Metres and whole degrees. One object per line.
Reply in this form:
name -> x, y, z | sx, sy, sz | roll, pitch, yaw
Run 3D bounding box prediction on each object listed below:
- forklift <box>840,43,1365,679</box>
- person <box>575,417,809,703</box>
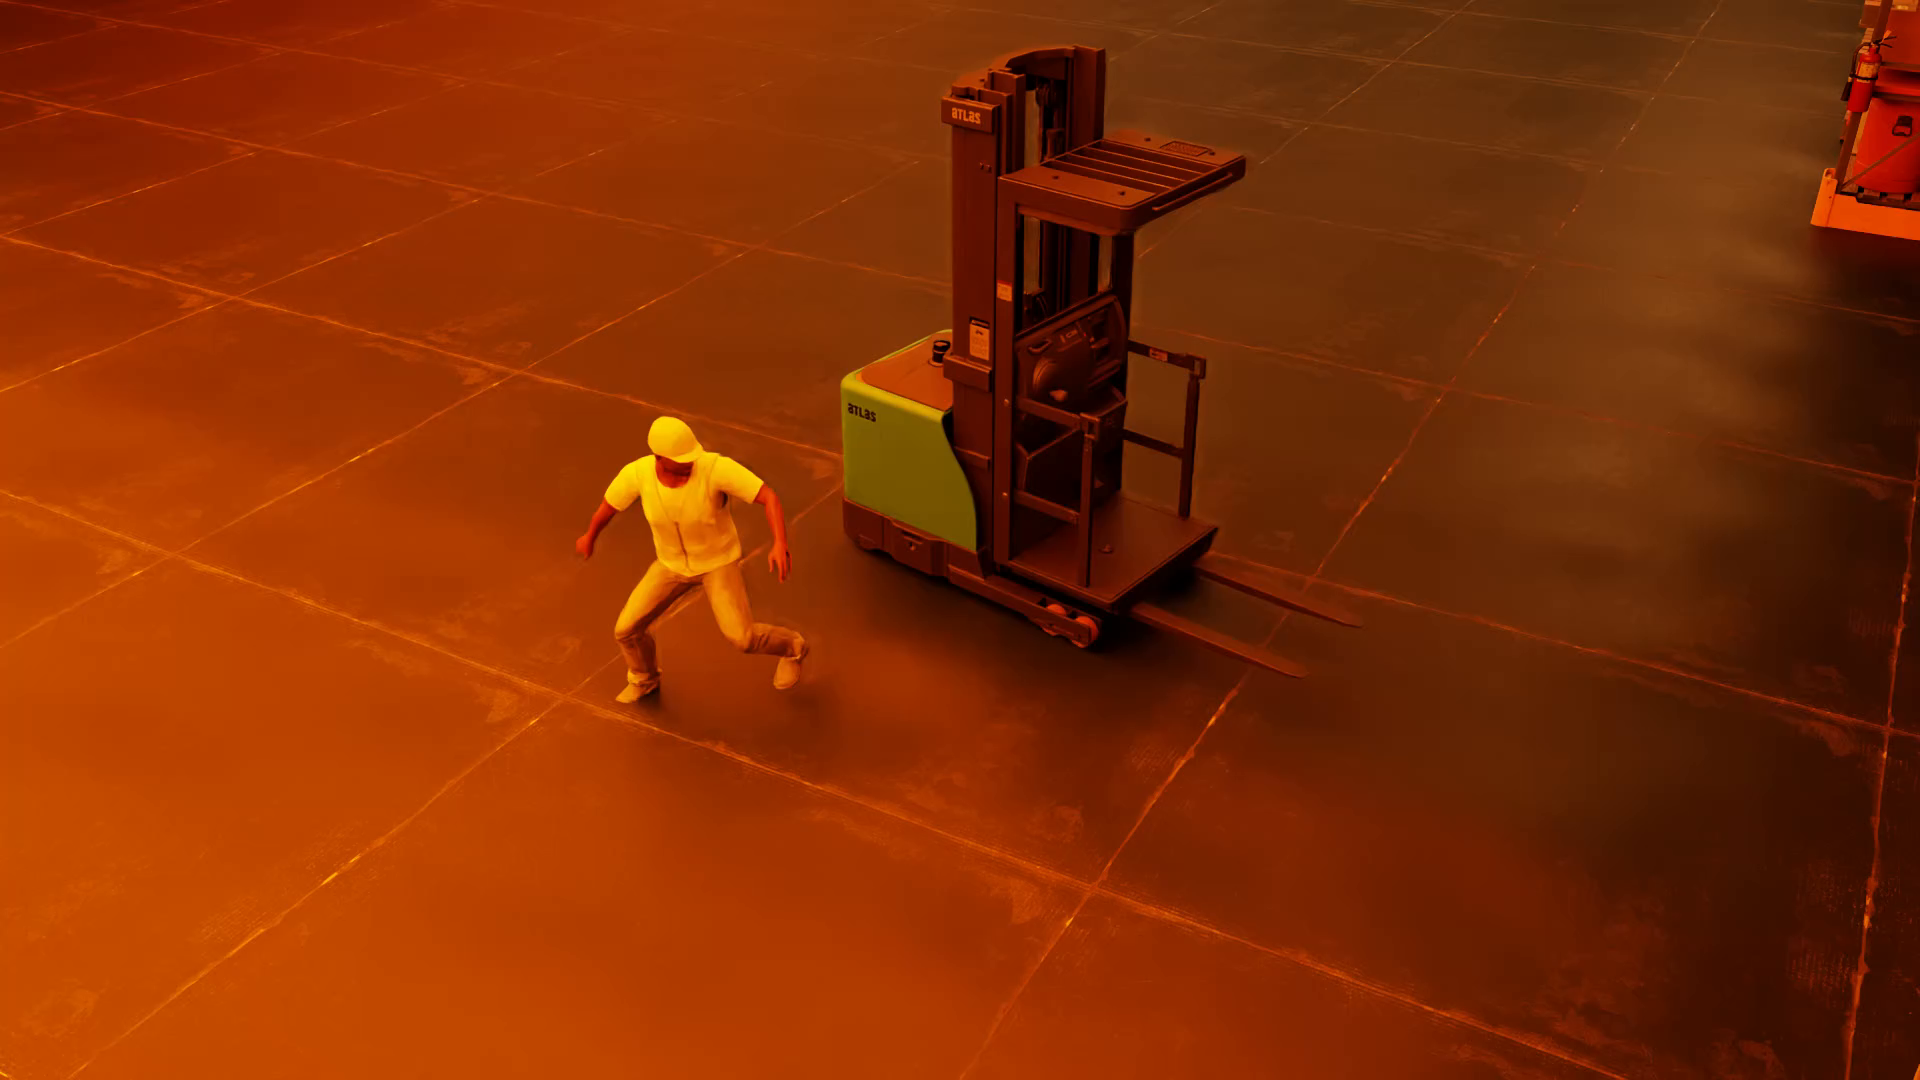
forklift -> 0.763, -0.988, 8.782 | 3.031, 2.935, 1.130 | 22, 37, 33
person -> -1.392, 0.110, 8.264 | 1.214, 1.654, 0.516 | 6, 31, 11
